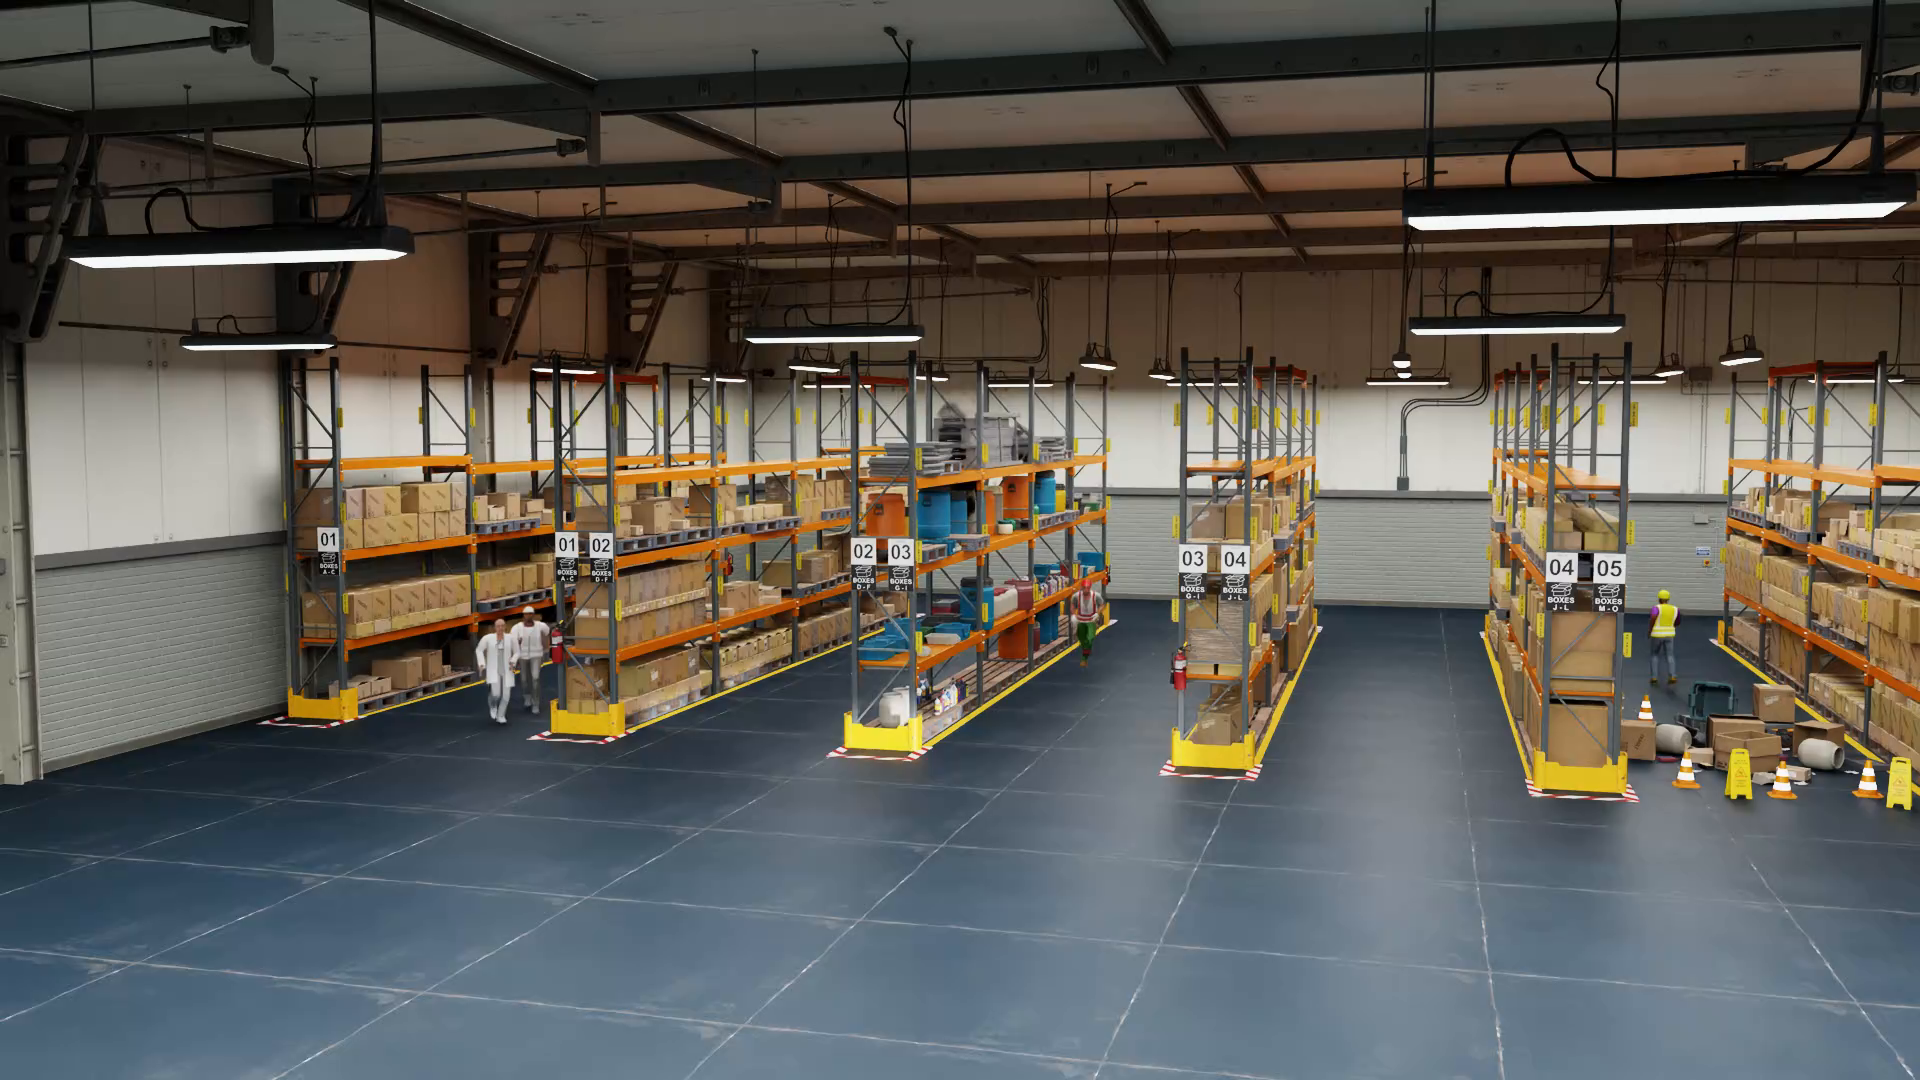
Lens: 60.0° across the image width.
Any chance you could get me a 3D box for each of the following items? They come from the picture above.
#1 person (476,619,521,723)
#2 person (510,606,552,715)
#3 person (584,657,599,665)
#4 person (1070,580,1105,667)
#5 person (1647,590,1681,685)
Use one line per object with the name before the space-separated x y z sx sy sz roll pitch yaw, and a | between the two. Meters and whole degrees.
person | -7.493 2.146 27.082 0.700 1.722 0.671 -2 5 -23
person | -7.337 2.019 28.356 0.695 1.796 0.882 -1 4 -7
person | -6.787 1.922 30.900 0.561 1.620 0.590 1 4 14
person | 2.433 1.565 31.774 0.655 1.675 0.862 0 4 5
person | 13.071 1.834 30.879 0.681 1.803 0.897 0 4 3
